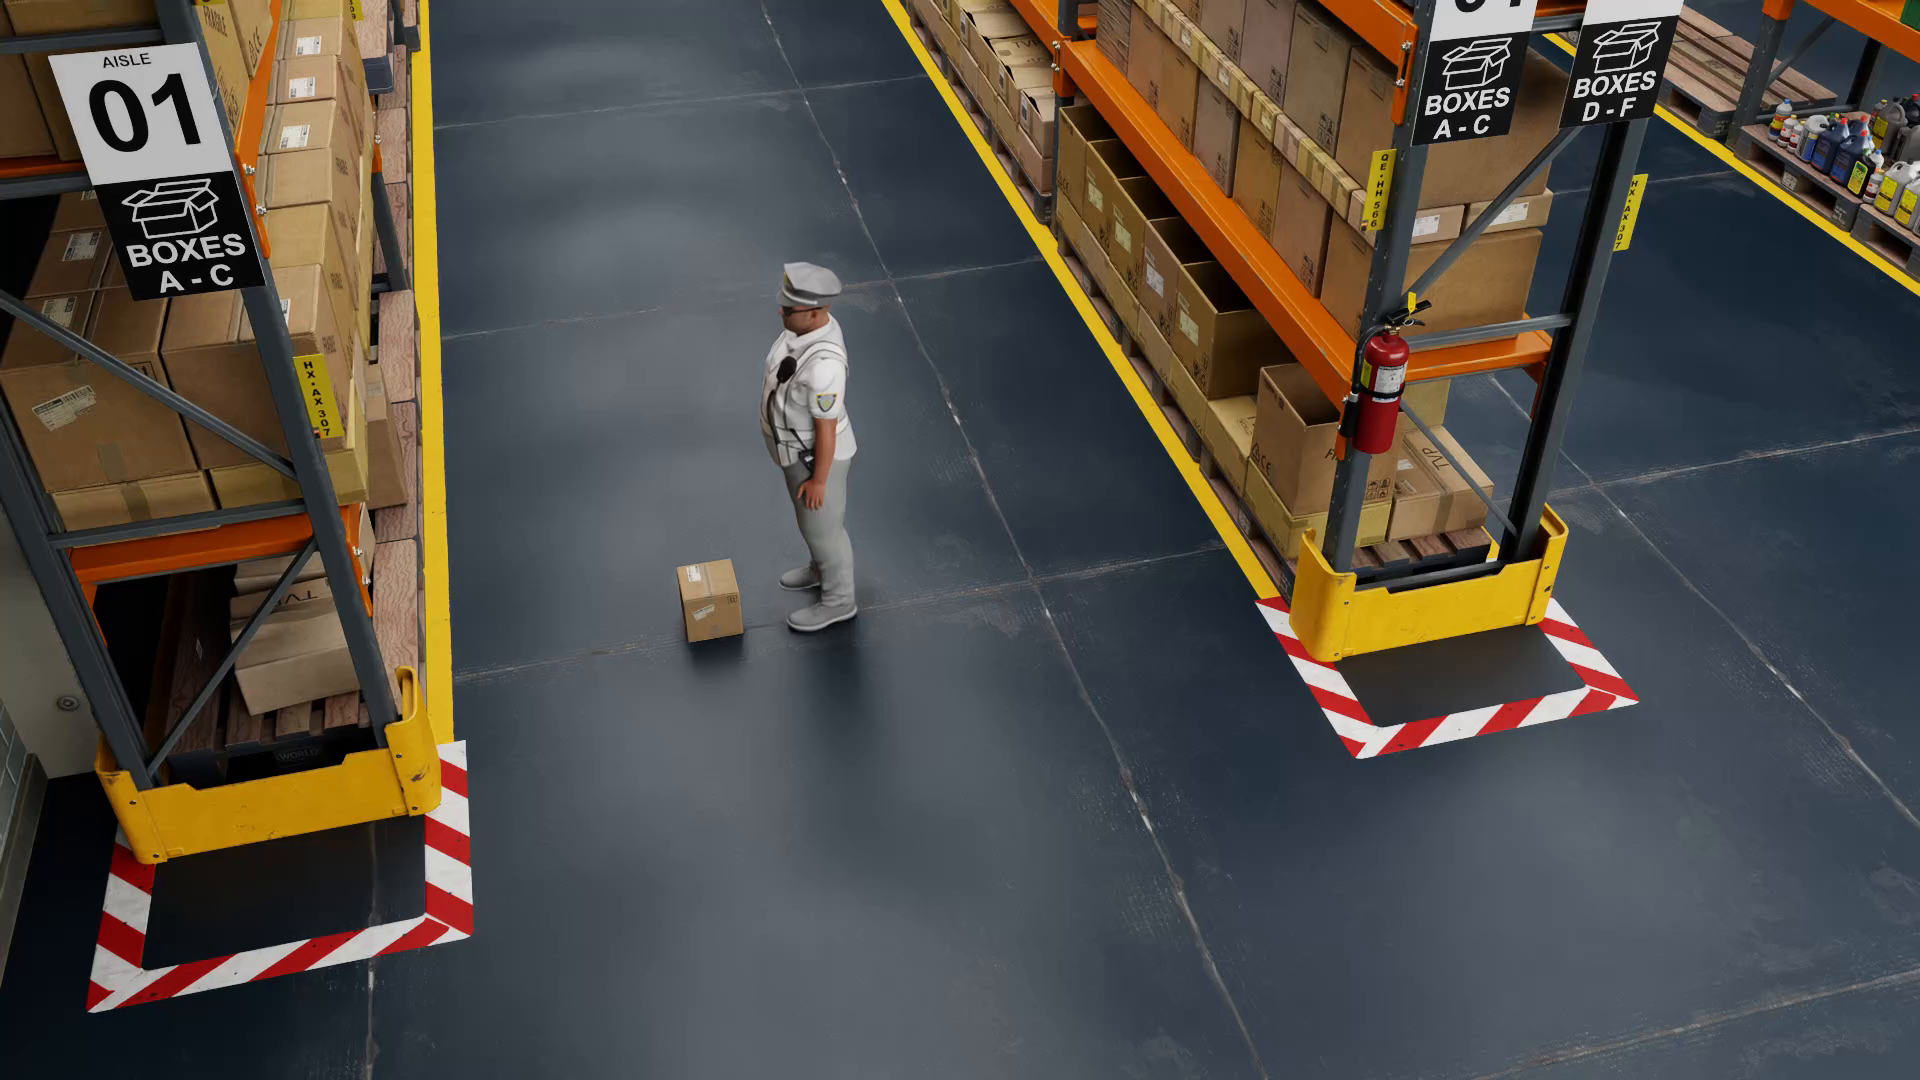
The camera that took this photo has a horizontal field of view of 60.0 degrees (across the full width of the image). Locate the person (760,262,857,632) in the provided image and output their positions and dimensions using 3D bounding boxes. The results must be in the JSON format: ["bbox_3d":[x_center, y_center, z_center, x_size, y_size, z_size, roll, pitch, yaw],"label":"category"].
[{"bbox_3d":[-0.654,-0.390,7.207,0.394,1.777,0.530,-9,39,-11],"label":"person"}]
